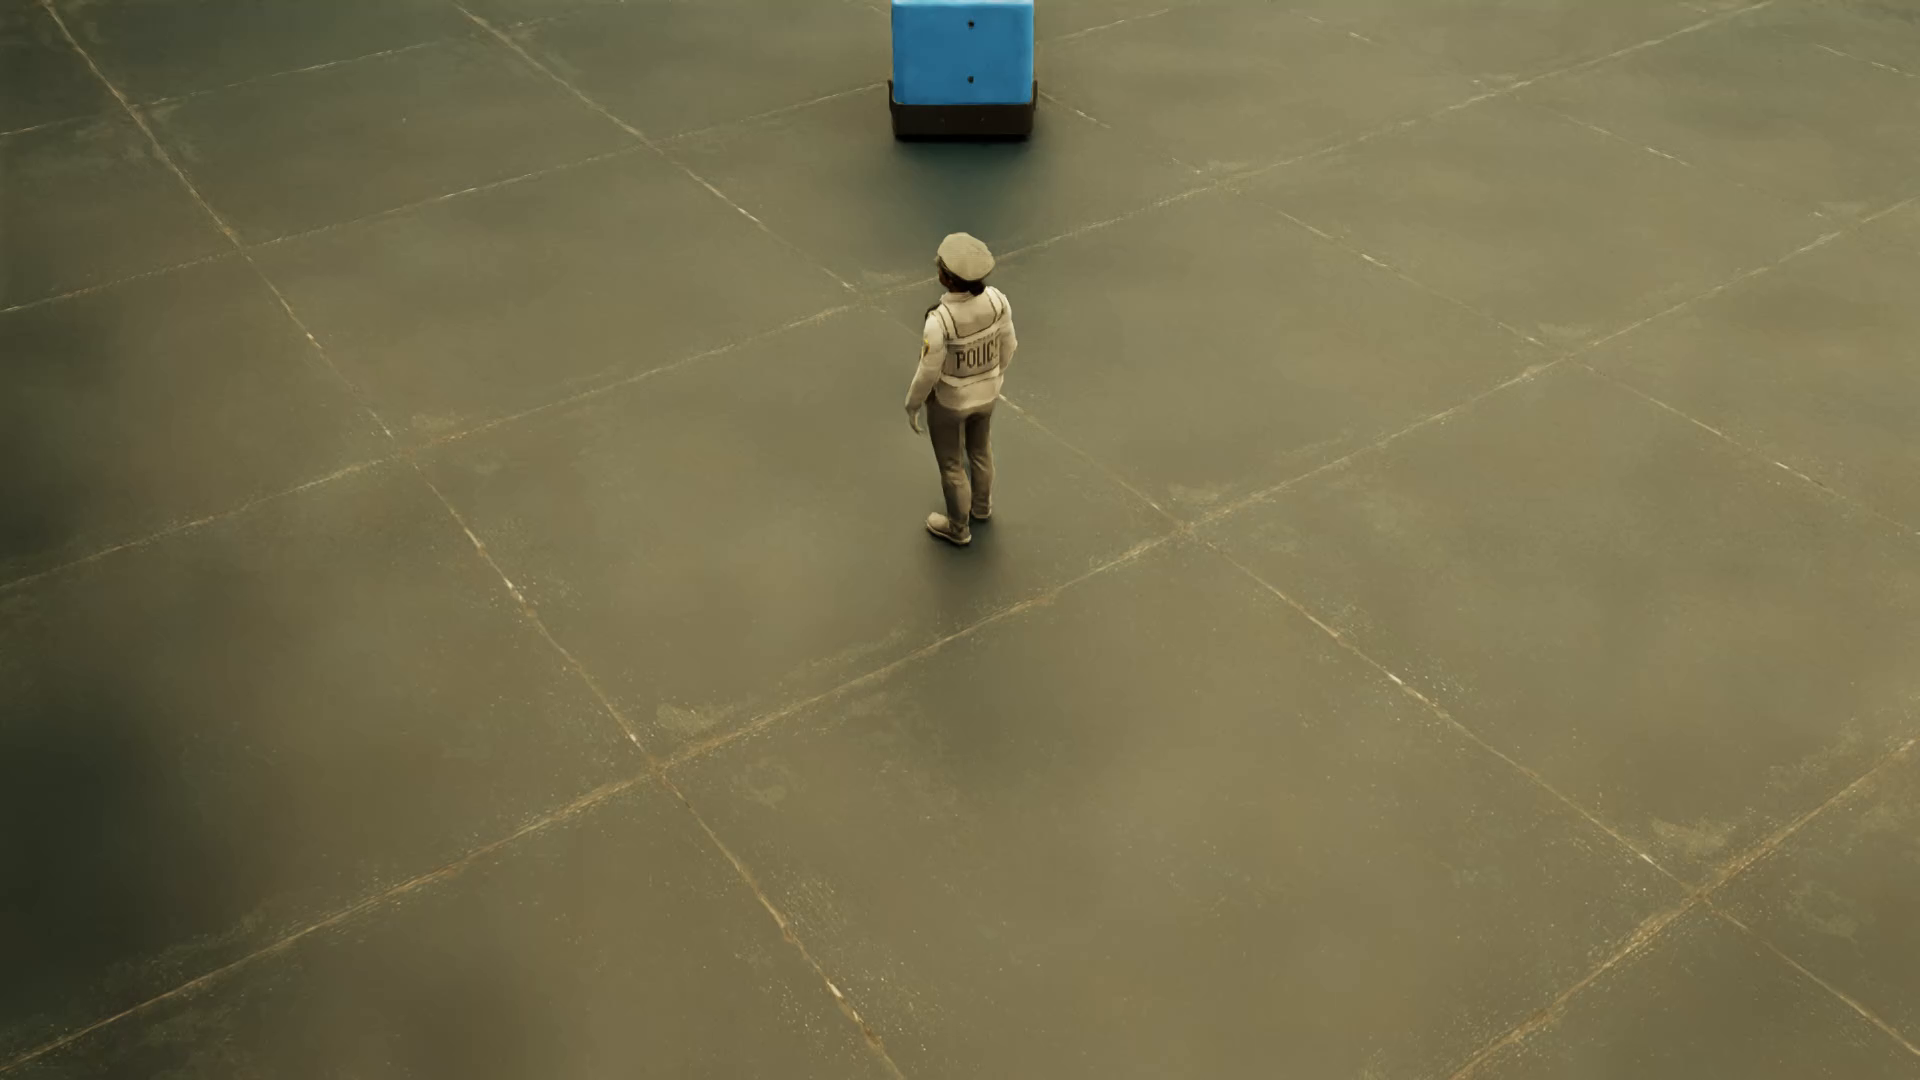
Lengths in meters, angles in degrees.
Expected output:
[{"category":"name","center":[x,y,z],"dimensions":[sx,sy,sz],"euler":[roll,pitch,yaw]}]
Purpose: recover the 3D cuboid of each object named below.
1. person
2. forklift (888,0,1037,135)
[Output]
[{"category":"person","center":[-0.033,-0.722,7.949],"dimensions":[0.586,1.695,0.532],"euler":[-23,42,-28]},{"category":"forklift","center":[0.018,-5.029,12.746],"dimensions":[1.130,2.935,3.031],"euler":[0,36,0]}]
